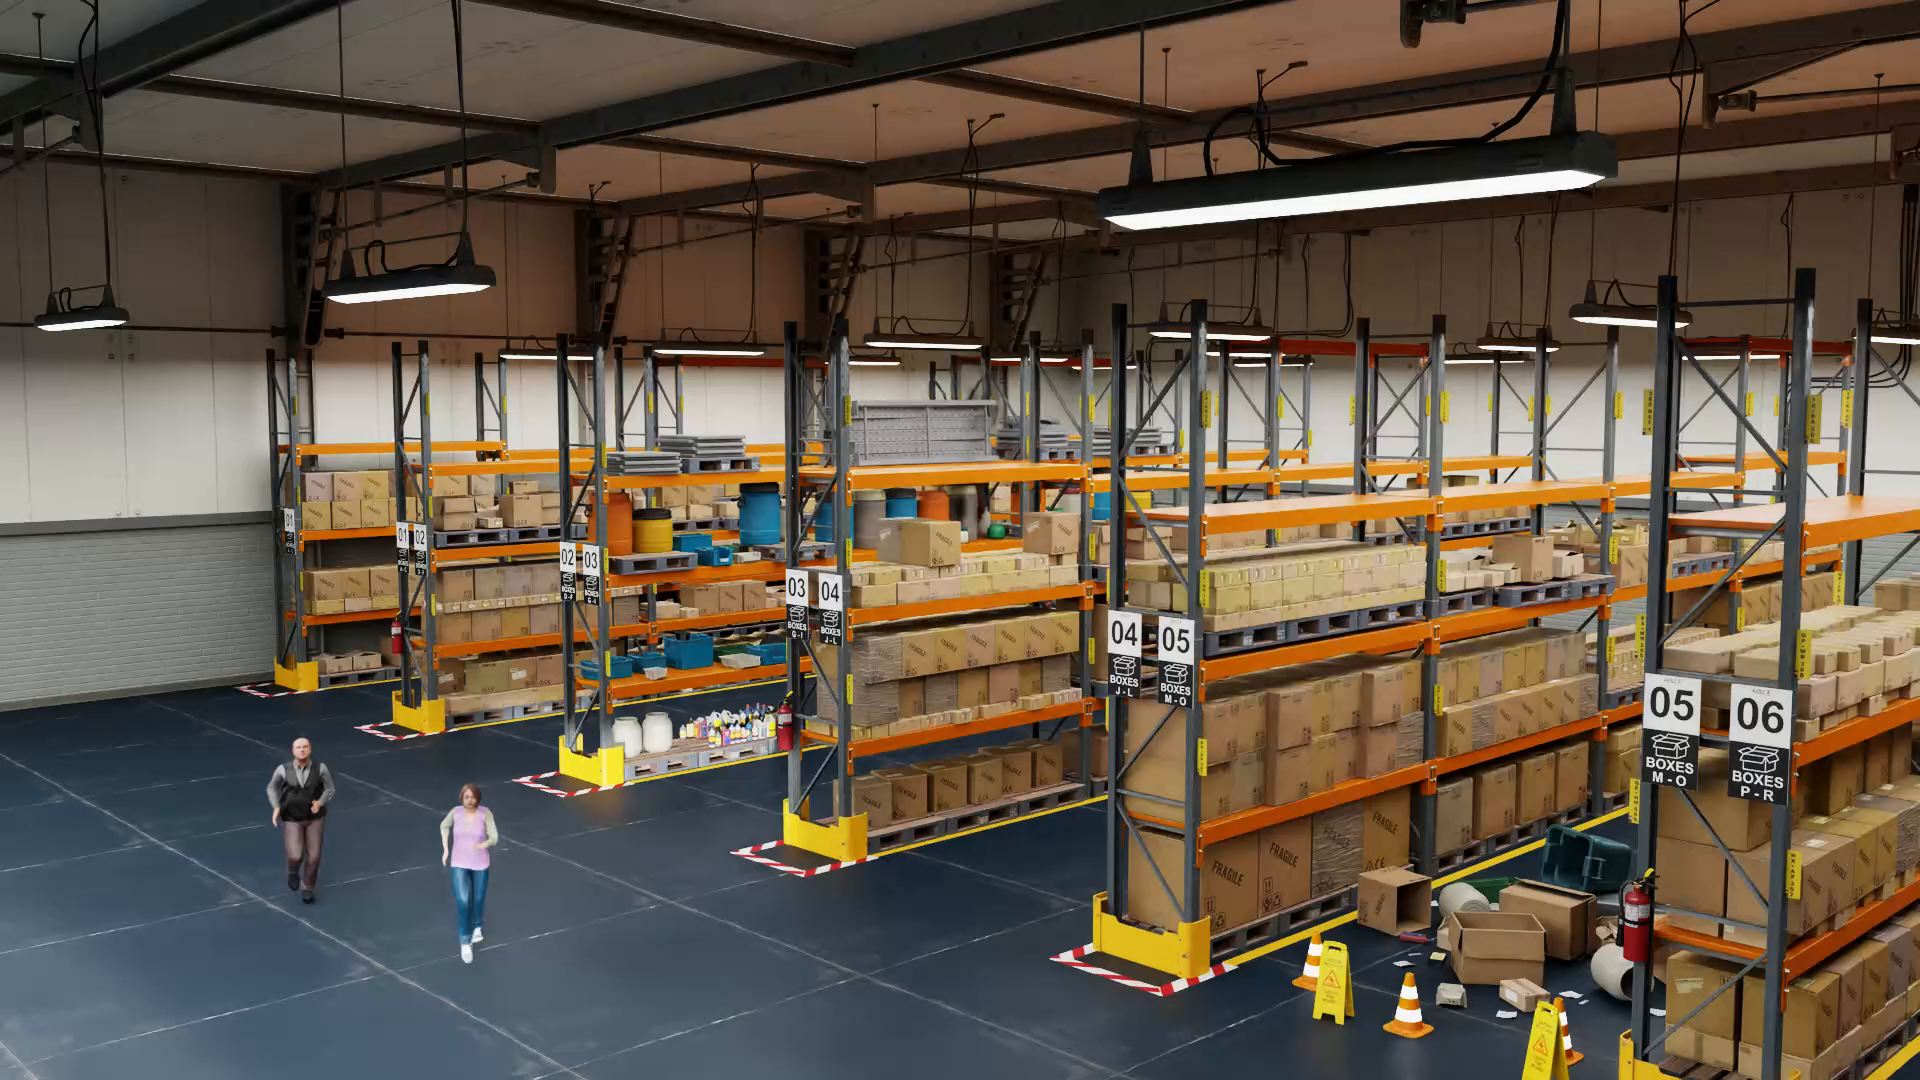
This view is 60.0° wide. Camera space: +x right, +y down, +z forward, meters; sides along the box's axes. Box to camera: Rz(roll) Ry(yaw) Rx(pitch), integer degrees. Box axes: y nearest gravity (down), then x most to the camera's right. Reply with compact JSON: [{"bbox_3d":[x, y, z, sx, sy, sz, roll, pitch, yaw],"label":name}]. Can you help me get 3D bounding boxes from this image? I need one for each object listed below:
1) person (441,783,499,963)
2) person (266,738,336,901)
[{"bbox_3d":[-4.516,3.040,15.341,0.498,1.638,0.782,-2,5,-19],"label":"person"},{"bbox_3d":[-6.700,2.861,16.957,0.652,1.678,0.569,-2,5,-25],"label":"person"}]
